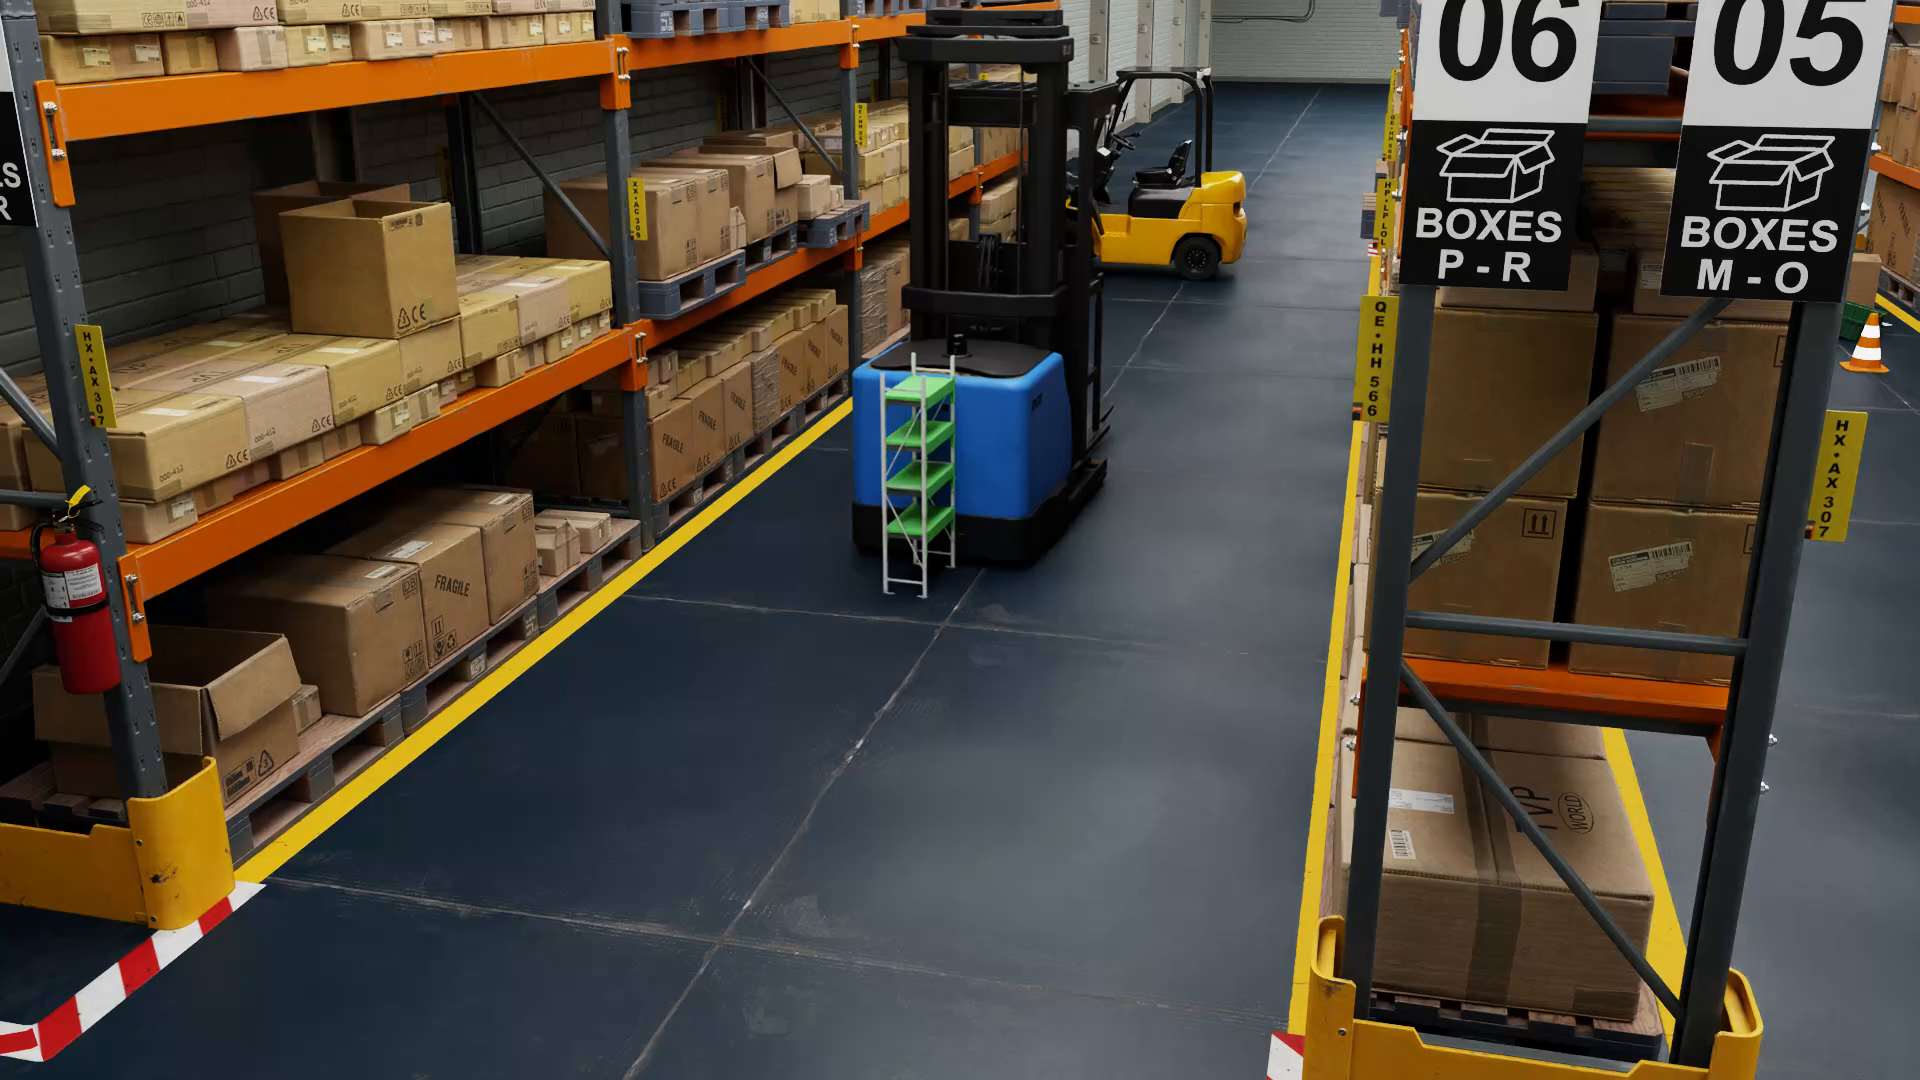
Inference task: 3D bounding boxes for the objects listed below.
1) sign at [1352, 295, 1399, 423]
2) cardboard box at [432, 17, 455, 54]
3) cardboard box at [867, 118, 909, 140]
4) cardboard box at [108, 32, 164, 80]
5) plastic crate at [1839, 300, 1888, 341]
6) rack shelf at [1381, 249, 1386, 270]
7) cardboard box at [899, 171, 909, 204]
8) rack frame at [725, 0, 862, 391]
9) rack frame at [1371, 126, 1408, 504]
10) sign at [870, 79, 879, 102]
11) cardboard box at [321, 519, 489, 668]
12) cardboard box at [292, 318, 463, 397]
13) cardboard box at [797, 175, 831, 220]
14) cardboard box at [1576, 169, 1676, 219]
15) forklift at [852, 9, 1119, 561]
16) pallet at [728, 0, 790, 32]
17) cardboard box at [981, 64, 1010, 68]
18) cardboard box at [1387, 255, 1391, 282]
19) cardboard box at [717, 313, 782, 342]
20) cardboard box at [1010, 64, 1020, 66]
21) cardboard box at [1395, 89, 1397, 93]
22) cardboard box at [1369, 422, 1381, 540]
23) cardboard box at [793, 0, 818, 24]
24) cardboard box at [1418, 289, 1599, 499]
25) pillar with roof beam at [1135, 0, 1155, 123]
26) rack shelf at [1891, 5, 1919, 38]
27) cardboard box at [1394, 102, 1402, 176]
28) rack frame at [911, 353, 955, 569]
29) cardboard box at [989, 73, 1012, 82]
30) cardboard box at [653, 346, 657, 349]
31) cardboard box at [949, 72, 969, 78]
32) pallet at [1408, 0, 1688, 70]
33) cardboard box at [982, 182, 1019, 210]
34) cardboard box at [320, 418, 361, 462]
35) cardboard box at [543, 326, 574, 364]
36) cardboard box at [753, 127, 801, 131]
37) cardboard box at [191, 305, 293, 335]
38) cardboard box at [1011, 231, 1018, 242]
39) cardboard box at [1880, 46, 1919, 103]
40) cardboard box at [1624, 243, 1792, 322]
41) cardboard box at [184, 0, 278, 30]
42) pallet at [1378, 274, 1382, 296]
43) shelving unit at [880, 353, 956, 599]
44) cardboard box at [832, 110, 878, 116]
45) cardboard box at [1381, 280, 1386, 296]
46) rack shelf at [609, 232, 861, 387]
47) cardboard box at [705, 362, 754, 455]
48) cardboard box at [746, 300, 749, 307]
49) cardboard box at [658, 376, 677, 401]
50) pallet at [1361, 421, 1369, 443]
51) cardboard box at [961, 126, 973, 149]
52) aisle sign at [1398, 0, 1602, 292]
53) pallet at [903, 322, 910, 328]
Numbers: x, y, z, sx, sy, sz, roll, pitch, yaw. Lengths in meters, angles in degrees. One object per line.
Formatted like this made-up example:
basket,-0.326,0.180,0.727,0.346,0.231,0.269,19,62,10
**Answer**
sign,1.061,-0.459,4.234,0.100,0.325,0.005,5,19,13
cardboard box,-2.405,-2.164,7.129,0.380,0.149,0.250,5,19,14
cardboard box,-0.607,-3.487,14.096,0.380,0.149,0.250,5,20,15
cardboard box,-2.889,-1.609,5.506,0.380,0.149,0.250,5,19,14
plastic crate,8.112,-2.008,15.188,0.450,0.188,0.662,29,33,36
rack shelf,4.027,-2.546,13.613,1.077,0.370,4.000,5,19,13
cardboard box,-0.684,-3.018,14.116,0.500,0.250,0.500,4,19,12
rack frame,-1.276,-2.650,12.806,1.000,3.000,0.127,5,19,13
rack frame,2.561,-1.006,7.991,1.000,3.000,0.127,5,19,13
sign,-0.837,-4.394,16.451,0.100,0.325,0.005,5,19,13
cardboard box,-2.517,0.234,7.578,0.500,0.500,0.500,5,19,14
cardboard box,-2.511,-0.813,7.198,0.500,0.250,0.500,4,19,12
cardboard box,-1.220,-2.422,11.719,0.500,0.250,0.500,4,19,11
cardboard box,2.375,-1.238,5.965,0.380,0.149,0.250,5,19,13
forklift,0.317,-1.713,10.167,1.130,2.935,3.031,6,20,16
pallet,-1.775,-3.251,10.216,1.213,0.211,1.003,5,19,13
cardboard box,0.389,-5.564,19.719,0.380,0.149,0.250,4,19,12
cardboard box,2.548,-1.486,8.856,0.500,0.250,0.500,5,20,15
cardboard box,-1.464,-1.474,11.576,0.380,0.149,0.250,4,19,13
cardboard box,0.795,-5.524,19.601,0.380,0.149,0.250,5,19,14
cardboard box,4.001,-3.619,14.377,0.500,0.500,0.500,5,19,14
cardboard box,1.698,-0.289,5.740,0.500,0.500,0.500,5,20,15
cardboard box,-1.288,-3.661,11.357,0.500,0.250,0.500,5,19,14
cardboard box,1.471,-0.442,4.640,0.500,0.500,0.500,5,20,15
pillar with roof beam,8.207,-13.151,34.269,9.100,9.000,0.400,5,19,13
rack shelf,9.829,-4.860,15.747,1.077,0.370,4.000,5,19,13
cardboard box,3.181,-2.645,11.088,0.500,0.500,0.500,4,19,12
rack frame,-0.144,-0.422,9.067,0.240,1.200,0.015,6,20,16
cardboard box,0.348,-4.965,17.965,0.380,0.149,0.250,5,19,14
cardboard box,-2.176,-1.182,10.720,0.380,0.149,0.250,5,20,15
cardboard box,-0.077,-4.999,18.063,0.380,0.149,0.250,5,20,15
pallet,2.051,-1.746,5.656,1.003,0.211,1.213,5,19,13
cardboard box,0.369,-3.718,17.989,0.500,0.250,0.500,5,20,15
cardboard box,-2.656,-0.432,6.700,0.380,0.149,0.250,5,19,14
cardboard box,-2.169,-0.991,8.337,0.380,0.149,0.250,5,20,15
cardboard box,-1.437,-3.213,13.296,0.380,0.149,0.250,5,20,15
cardboard box,-2.995,-0.858,7.331,0.500,0.250,0.500,5,19,13
cardboard box,0.360,-3.250,18.165,0.500,0.250,0.500,5,19,14
cardboard box,10.189,-4.876,17.421,0.875,0.550,0.550,5,19,13
cardboard box,1.939,-0.669,4.300,0.380,0.149,0.250,5,20,15
cardboard box,-2.753,-1.911,5.771,0.500,0.250,0.500,5,19,14
pallet,4.645,-2.407,16.408,1.003,0.211,1.213,5,19,13
shelving unit,-0.217,-0.347,8.846,0.258,1.200,0.503,6,20,16
cardboard box,-0.955,-3.770,14.925,0.380,0.149,0.250,5,19,13
cardboard box,3.289,-1.243,11.323,0.875,0.875,0.875,4,19,13
rack shelf,-1.765,-1.683,11.087,1.077,0.370,4.000,5,19,13
cardboard box,-1.670,-0.870,10.811,0.500,0.500,0.500,4,19,12
cardboard box,-1.796,-1.753,12.393,0.380,0.149,0.250,5,20,15
cardboard box,-1.915,-0.904,9.907,0.380,0.149,0.250,4,19,12
pallet,3.272,-0.699,11.407,1.003,0.211,1.213,5,19,13
cardboard box,-0.171,-3.895,15.910,0.500,0.250,0.500,4,19,12
aisle sign,1.265,-0.984,3.906,0.394,0.787,0.004,5,19,13
pallet,-0.737,-1.967,15.119,1.003,0.211,1.213,5,19,13
